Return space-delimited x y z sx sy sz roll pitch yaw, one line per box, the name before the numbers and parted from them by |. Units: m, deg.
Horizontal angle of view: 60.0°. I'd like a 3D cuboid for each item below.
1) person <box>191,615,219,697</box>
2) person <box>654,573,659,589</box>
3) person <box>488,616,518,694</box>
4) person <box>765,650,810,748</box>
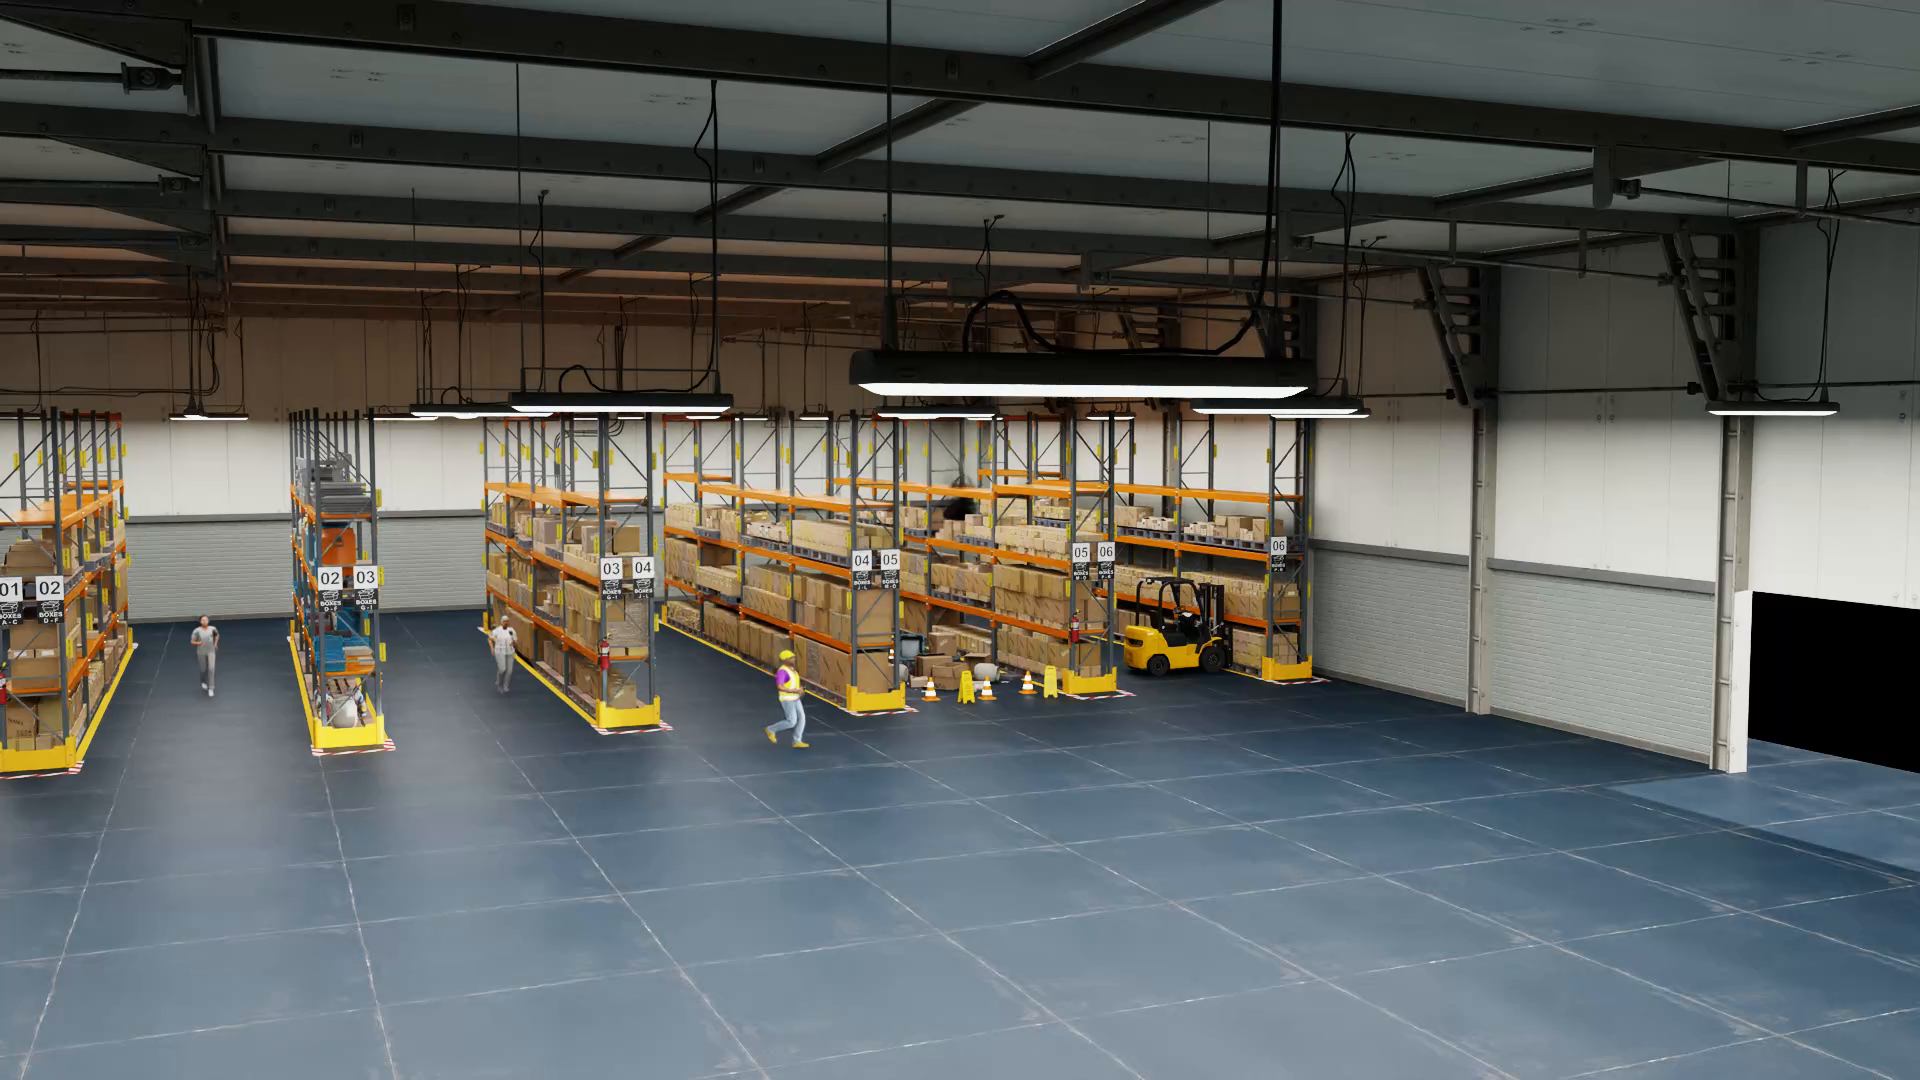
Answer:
person | -15.943 2.415 35.146 0.566 1.684 0.956 -2 5 -30
person | -9.164 1.468 48.405 0.717 1.715 0.578 3 5 33
person | -9.643 2.428 35.225 0.582 1.644 0.643 -2 5 -31
person | -3.034 2.805 29.336 0.780 1.730 0.711 1 4 13
